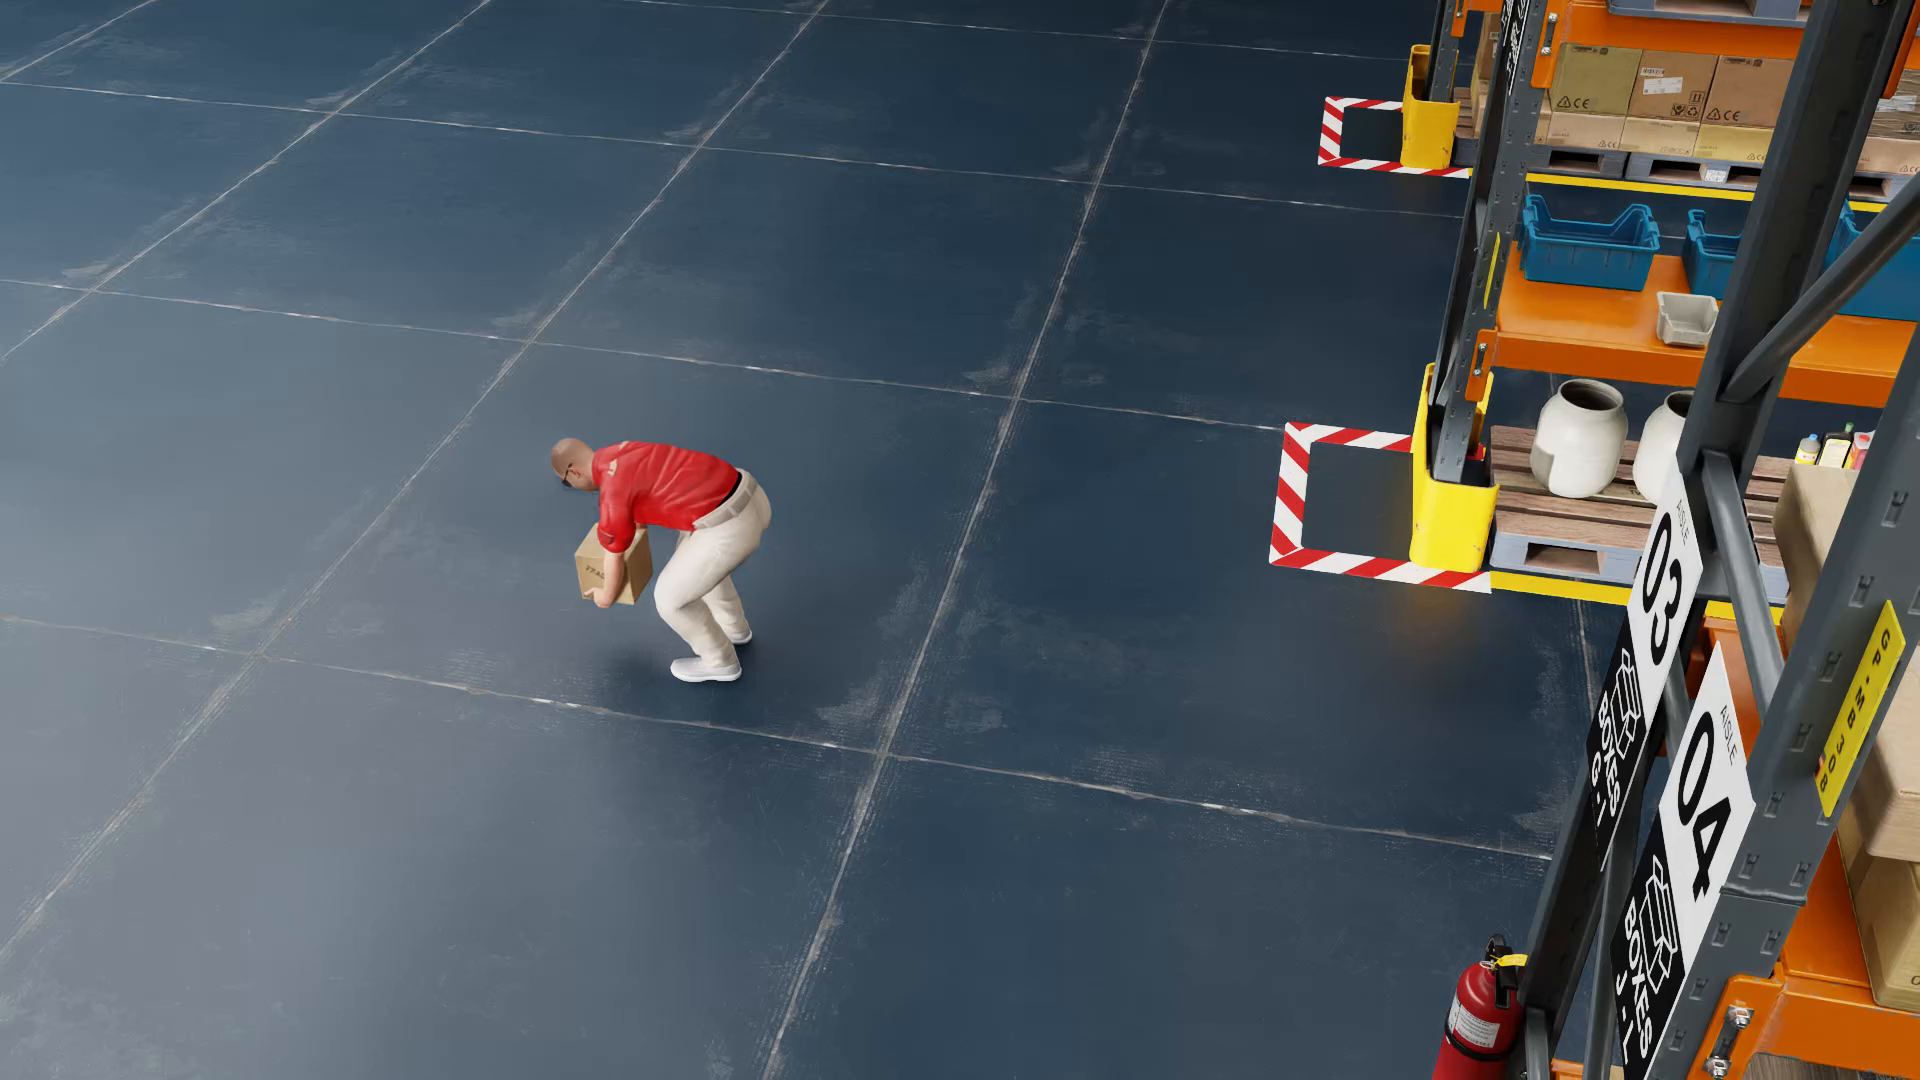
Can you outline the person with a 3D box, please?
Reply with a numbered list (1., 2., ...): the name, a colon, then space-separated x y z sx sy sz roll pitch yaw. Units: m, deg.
1. person: -1.303 0.062 7.404 0.937 1.129 0.516 6 37 8
